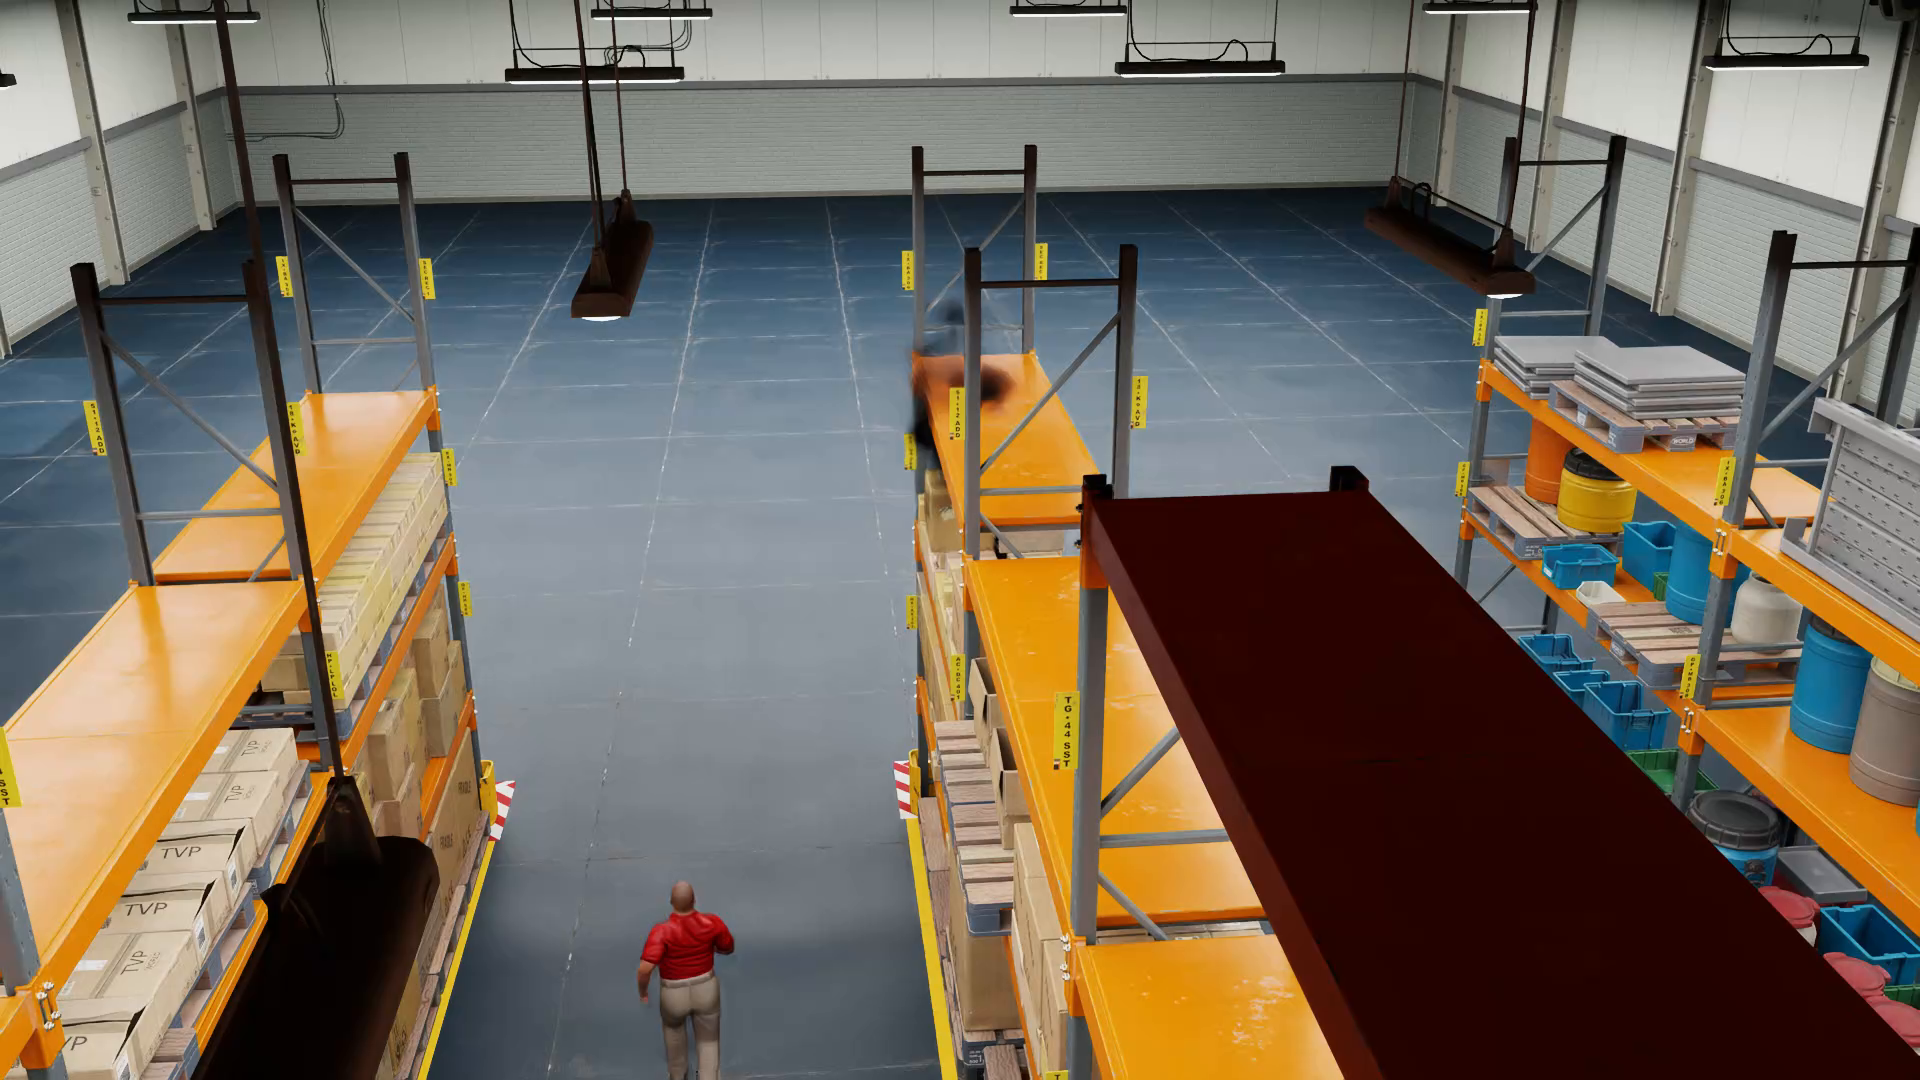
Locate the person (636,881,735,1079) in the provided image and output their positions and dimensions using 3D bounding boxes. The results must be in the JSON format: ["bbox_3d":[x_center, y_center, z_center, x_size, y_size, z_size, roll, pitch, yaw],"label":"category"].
[{"bbox_3d":[-1.860,3.154,11.398,0.683,1.821,0.783,-6,22,-14],"label":"person"}]

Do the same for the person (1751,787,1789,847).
[{"bbox_3d":[6.828,2.201,13.895,0.538,1.605,0.877,-6,22,-14],"label":"person"}]
